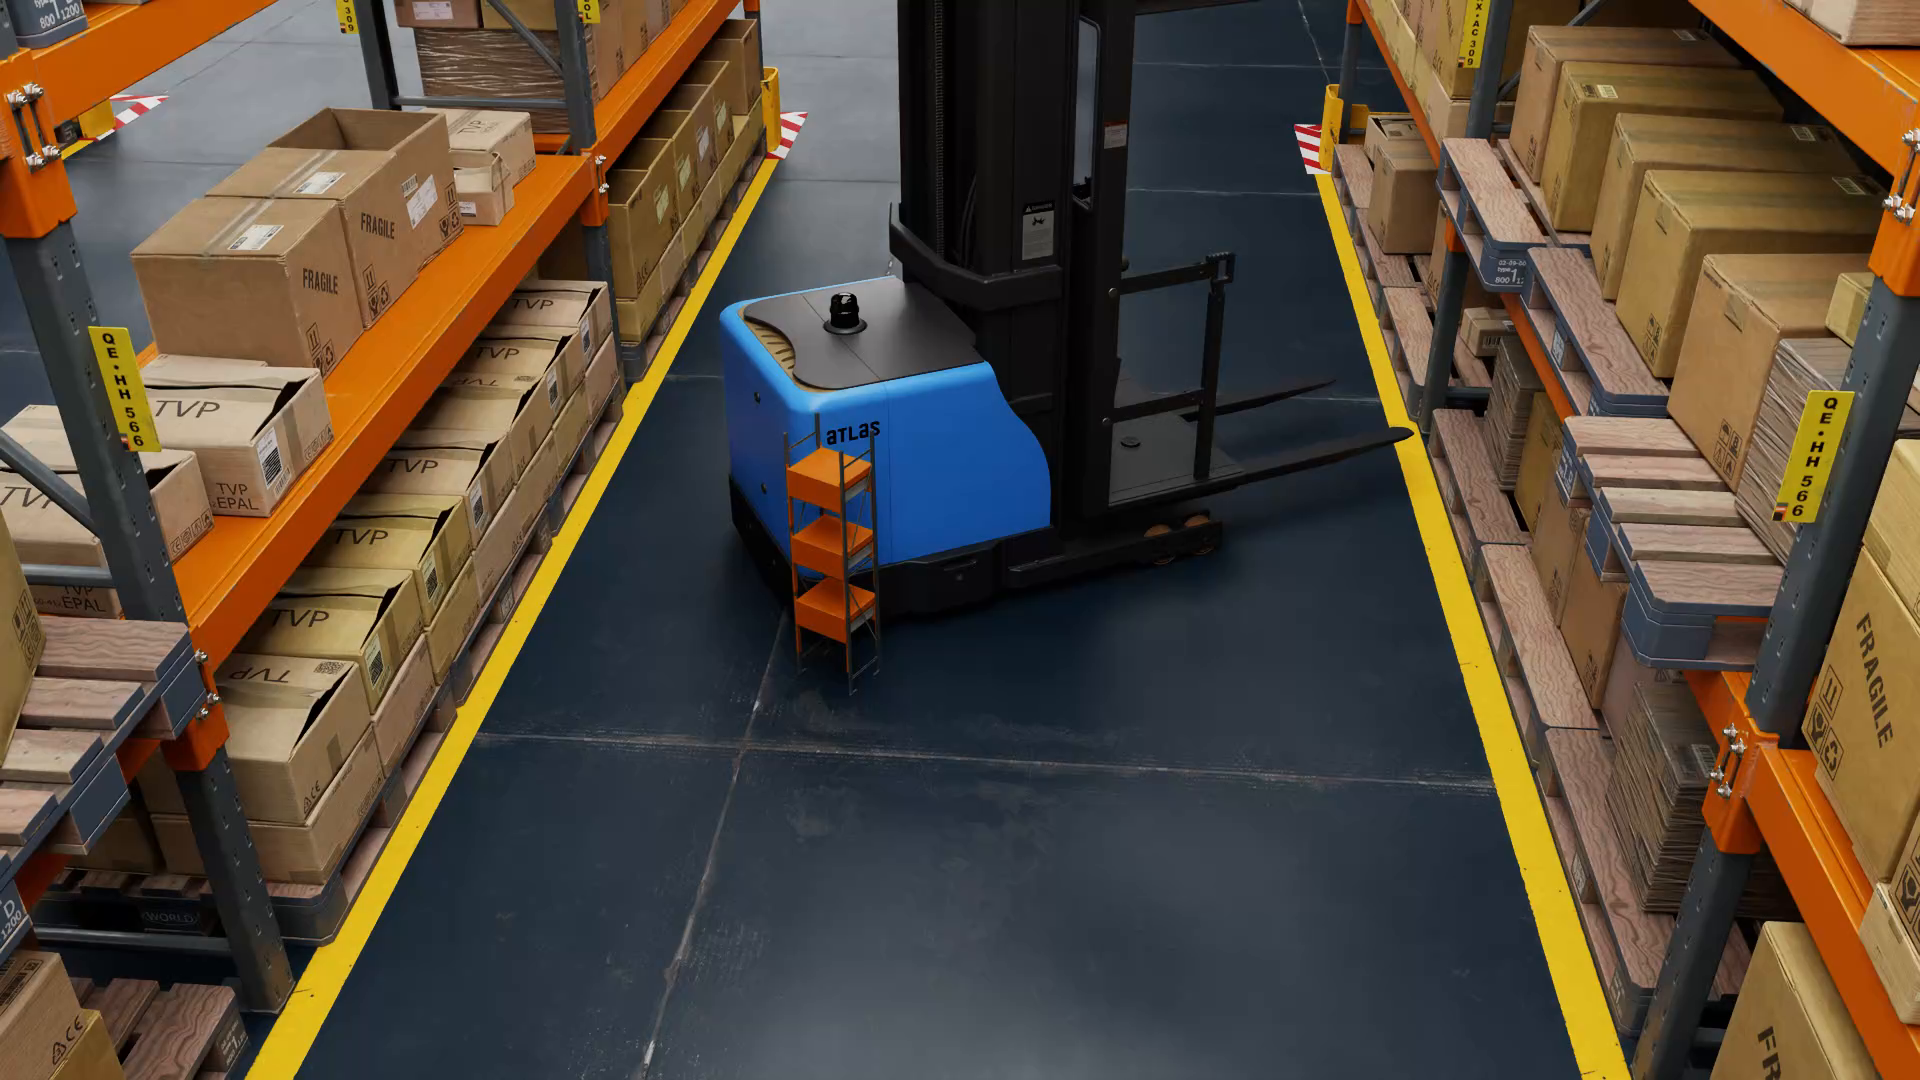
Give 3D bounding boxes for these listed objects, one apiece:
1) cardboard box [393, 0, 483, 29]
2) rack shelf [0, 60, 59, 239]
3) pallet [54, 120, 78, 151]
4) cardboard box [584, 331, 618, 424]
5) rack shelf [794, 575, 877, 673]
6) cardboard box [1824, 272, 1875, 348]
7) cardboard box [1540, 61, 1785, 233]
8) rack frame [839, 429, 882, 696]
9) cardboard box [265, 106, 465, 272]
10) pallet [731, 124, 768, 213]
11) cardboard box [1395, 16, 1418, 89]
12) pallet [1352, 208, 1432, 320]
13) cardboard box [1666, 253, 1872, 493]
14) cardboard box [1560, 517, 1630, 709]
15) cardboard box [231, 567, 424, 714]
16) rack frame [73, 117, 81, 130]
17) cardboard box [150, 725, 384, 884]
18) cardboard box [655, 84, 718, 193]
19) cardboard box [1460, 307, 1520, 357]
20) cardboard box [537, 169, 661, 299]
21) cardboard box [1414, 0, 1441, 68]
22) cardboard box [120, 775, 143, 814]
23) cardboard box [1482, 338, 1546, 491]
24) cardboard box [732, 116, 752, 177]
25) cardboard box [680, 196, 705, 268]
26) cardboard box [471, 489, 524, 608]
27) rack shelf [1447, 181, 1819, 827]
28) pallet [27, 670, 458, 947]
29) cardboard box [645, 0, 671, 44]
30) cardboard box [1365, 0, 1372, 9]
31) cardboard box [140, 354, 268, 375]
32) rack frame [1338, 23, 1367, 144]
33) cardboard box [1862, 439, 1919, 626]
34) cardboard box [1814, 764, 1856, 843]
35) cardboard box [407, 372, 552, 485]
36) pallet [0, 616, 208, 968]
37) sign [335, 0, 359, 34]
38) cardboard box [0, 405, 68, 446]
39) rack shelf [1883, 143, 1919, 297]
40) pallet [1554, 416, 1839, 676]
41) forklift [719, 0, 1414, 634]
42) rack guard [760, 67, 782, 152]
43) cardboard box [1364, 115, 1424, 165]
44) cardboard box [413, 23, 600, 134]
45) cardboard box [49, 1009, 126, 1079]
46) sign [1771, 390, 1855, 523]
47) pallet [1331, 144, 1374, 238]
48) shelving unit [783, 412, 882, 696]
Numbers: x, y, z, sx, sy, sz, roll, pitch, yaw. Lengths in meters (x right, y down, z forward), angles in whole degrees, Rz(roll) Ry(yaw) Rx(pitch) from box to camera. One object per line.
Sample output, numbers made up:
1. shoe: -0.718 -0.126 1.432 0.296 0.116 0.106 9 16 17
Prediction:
1. cardboard box: -2.385 -2.474 7.692 0.380 0.149 0.250 2 32 4
2. rack shelf: -2.682 0.163 1.953 1.077 0.370 4.000 2 32 4
3. pallet: -6.836 -2.656 11.358 1.003 0.211 1.213 2 32 4
4. cardboard box: -1.939 -0.783 7.882 0.500 0.250 0.500 2 32 4
5. rack shelf: -0.464 0.310 6.296 0.240 0.259 0.215 19 36 28
6. cardboard box: 2.428 -0.559 4.165 0.380 0.149 0.250 -3 32 -4
7. cardboard box: 2.616 -1.467 6.258 0.700 0.500 0.500 6 32 9
8. rack frame: -0.362 0.099 6.088 0.008 1.050 0.200 19 36 28
9. cardboard box: -2.315 -1.370 6.519 0.500 0.500 0.500 5 32 8
10. pallet: -1.889 -2.507 11.116 1.003 0.211 1.213 2 32 4
11. cardboard box: 2.555 -2.523 8.609 0.500 0.250 0.500 2 32 4
12. pallet: 2.860 -1.599 9.644 1.003 0.211 1.213 2 32 4
13. cardboard box: 2.465 -0.472 4.642 0.700 0.500 0.500 0 32 -1
14. cardboard box: 2.595 0.270 5.916 0.700 0.500 0.500 2 32 4
15. cardboard box: -2.150 0.304 5.583 0.500 0.311 0.500 2 32 3
16. rack frame: -6.805 -4.309 11.383 1.000 3.000 0.127 2 32 4
17. cardboard box: -2.184 0.818 5.284 0.500 0.250 0.500 2 32 4
18. cardboard box: -1.724 -2.345 9.702 0.500 0.500 0.500 2 32 4
19. cardboard box: 2.757 -1.056 8.386 0.380 0.166 0.250 -2 32 -2
20. cardboard box: -1.844 -1.560 8.429 0.500 0.500 0.500 2 32 4
21. cardboard box: 2.509 -2.580 7.986 0.500 0.500 0.500 2 32 4
22. cardboard box: -2.722 0.556 5.174 0.500 0.311 0.500 3 32 5
23. cardboard box: 2.700 -0.532 7.217 0.700 0.500 0.500 3 32 6
24. cardboard box: -1.646 -2.549 10.747 0.500 0.250 0.500 2 32 4
25. cardboard box: -1.762 -1.764 9.474 0.500 0.250 0.500 2 32 4
26. cardboard box: -2.066 0.015 6.587 0.500 0.250 0.500 3 32 5
27. rack shelf: 2.581 -0.442 5.794 1.077 0.370 4.000 2 32 4
28. pallet: -2.414 0.846 5.676 1.003 0.211 1.213 2 32 4
29. cardboard box: -2.042 -3.085 9.301 0.700 0.500 0.500 3 32 5
30. cardboard box: 2.685 -3.317 9.897 0.500 0.250 0.500 2 32 2
31. cardboard box: -2.472 -0.475 5.400 0.380 0.149 0.250 5 32 8
32. rack frame: 3.069 -3.886 10.696 1.000 3.000 0.127 2 32 4
33. cardboard box: 2.122 0.042 3.210 0.500 0.250 0.500 3 32 5
34. cardboard box: 2.160 0.558 3.706 0.380 0.149 0.250 2 32 3
35. cardboard box: -2.020 -0.494 6.878 0.500 0.311 0.500 2 32 4
36. pallet: -2.505 0.527 3.719 1.213 0.211 1.003 2 32 4
37. sign: -2.747 -2.429 7.432 0.100 0.325 0.005 2 32 4
38. cardboard box: -2.722 -0.287 5.097 0.380 0.149 0.250 2 32 4
39. rack shelf: 2.255 0.372 1.613 1.077 0.370 4.000 2 32 4
40. pallet: 2.370 0.002 4.571 1.213 0.211 1.003 2 32 4
41. forklift: 0.569 -1.382 6.699 3.031 2.935 1.130 -13 34 -20
42. rack guard: -1.866 -3.044 11.713 1.175 0.500 0.348 2 32 4
43. cardboard box: 2.923 -2.571 10.706 0.500 0.311 0.500 -1 32 -2
44. cardboard box: -2.164 -2.279 7.993 0.700 0.500 0.500 2 32 3
45. cardboard box: -2.362 1.464 3.979 0.500 0.500 0.500 4 32 6
46. sign: 1.876 -0.180 3.655 0.100 0.325 0.005 2 32 4
47. pallet: 2.962 -2.236 10.677 1.003 0.211 1.213 2 32 4
48. shelving unit: -0.464 0.064 6.145 0.252 1.050 0.215 19 36 28
